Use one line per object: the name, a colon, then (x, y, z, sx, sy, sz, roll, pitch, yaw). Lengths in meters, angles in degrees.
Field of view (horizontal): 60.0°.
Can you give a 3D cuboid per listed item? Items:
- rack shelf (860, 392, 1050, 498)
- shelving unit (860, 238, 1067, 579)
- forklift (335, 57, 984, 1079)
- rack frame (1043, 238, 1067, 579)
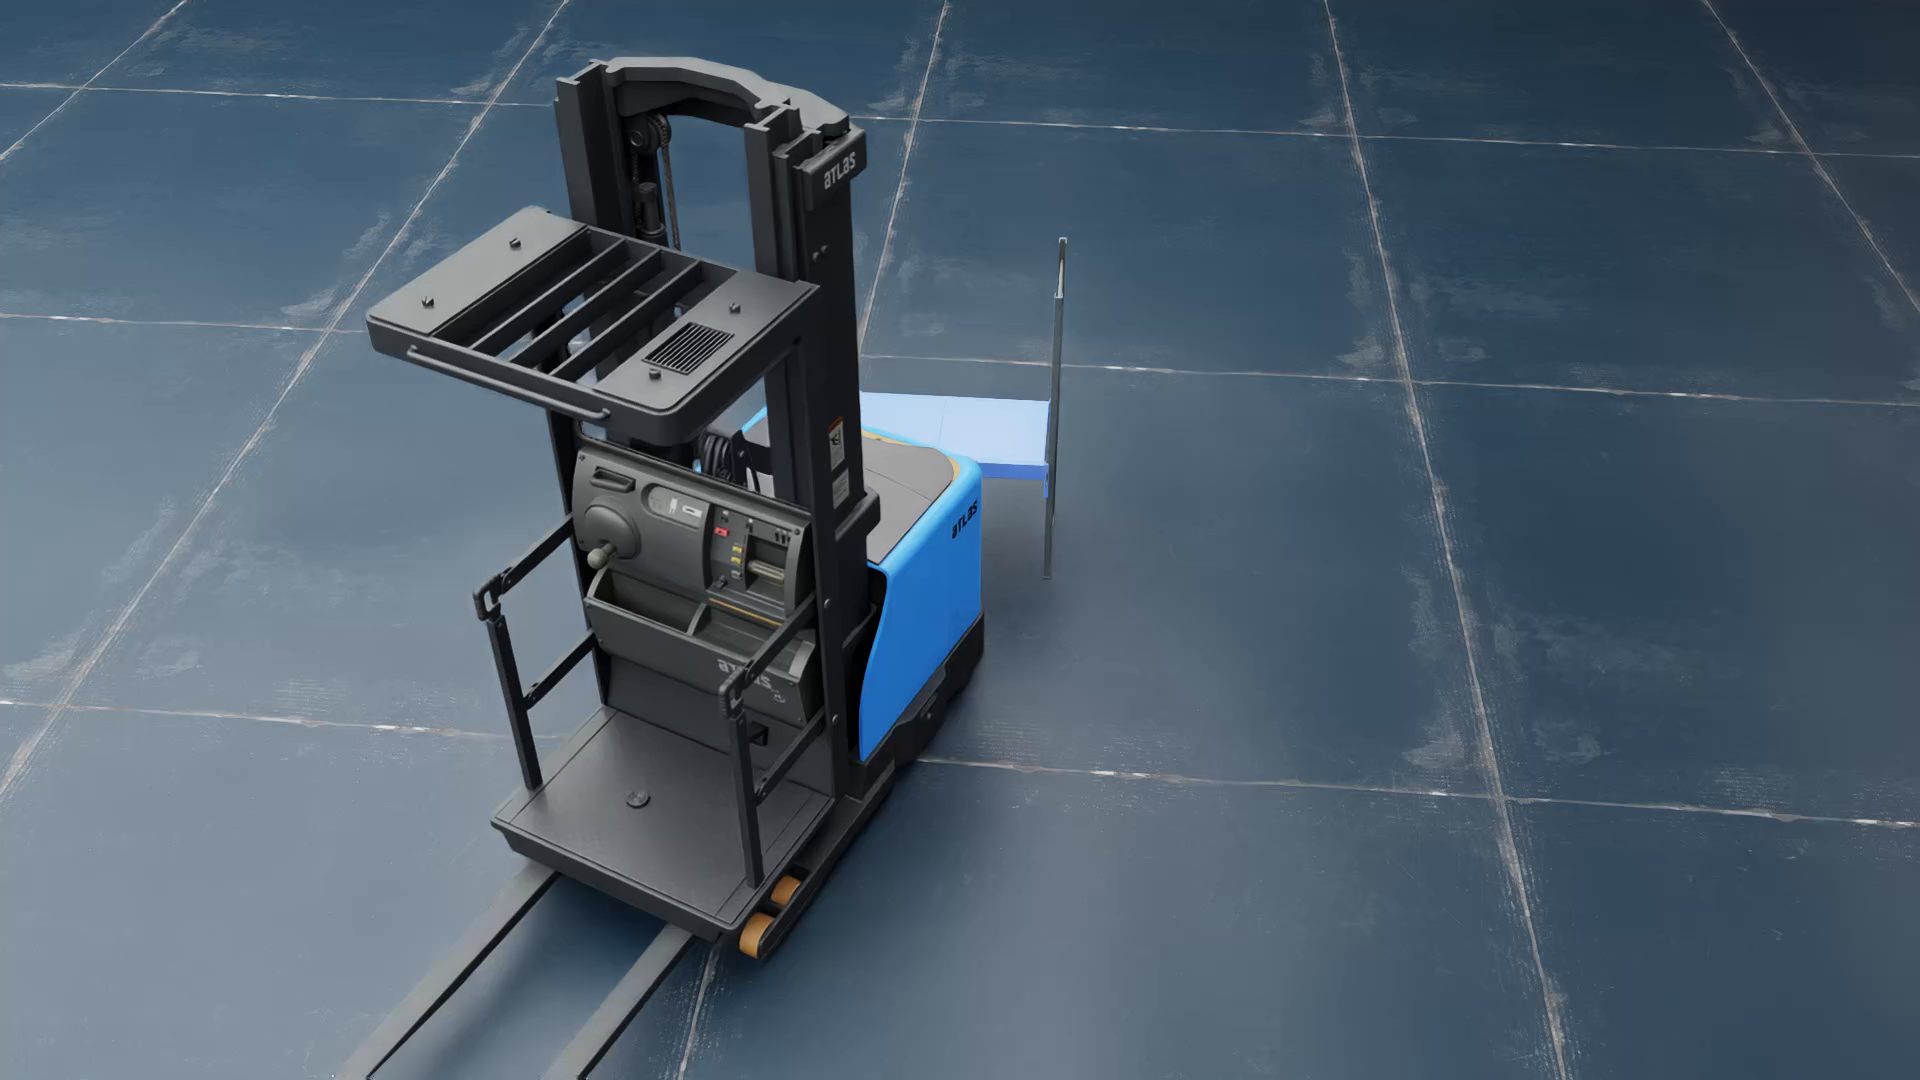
rack shelf: (-0.085, -0.447, 7.566, 1.000, 0.185, 0.538, 3, 39, 4)
shelving unit: (-0.085, -0.586, 7.453, 1.048, 1.500, 0.538, 3, 39, 4)
forklift: (-1.033, 0.058, 5.528, 1.130, 2.935, 3.031, 18, 43, 21)
rack frame: (0.421, -0.559, 7.419, 0.032, 1.500, 0.500, 3, 39, 4)
